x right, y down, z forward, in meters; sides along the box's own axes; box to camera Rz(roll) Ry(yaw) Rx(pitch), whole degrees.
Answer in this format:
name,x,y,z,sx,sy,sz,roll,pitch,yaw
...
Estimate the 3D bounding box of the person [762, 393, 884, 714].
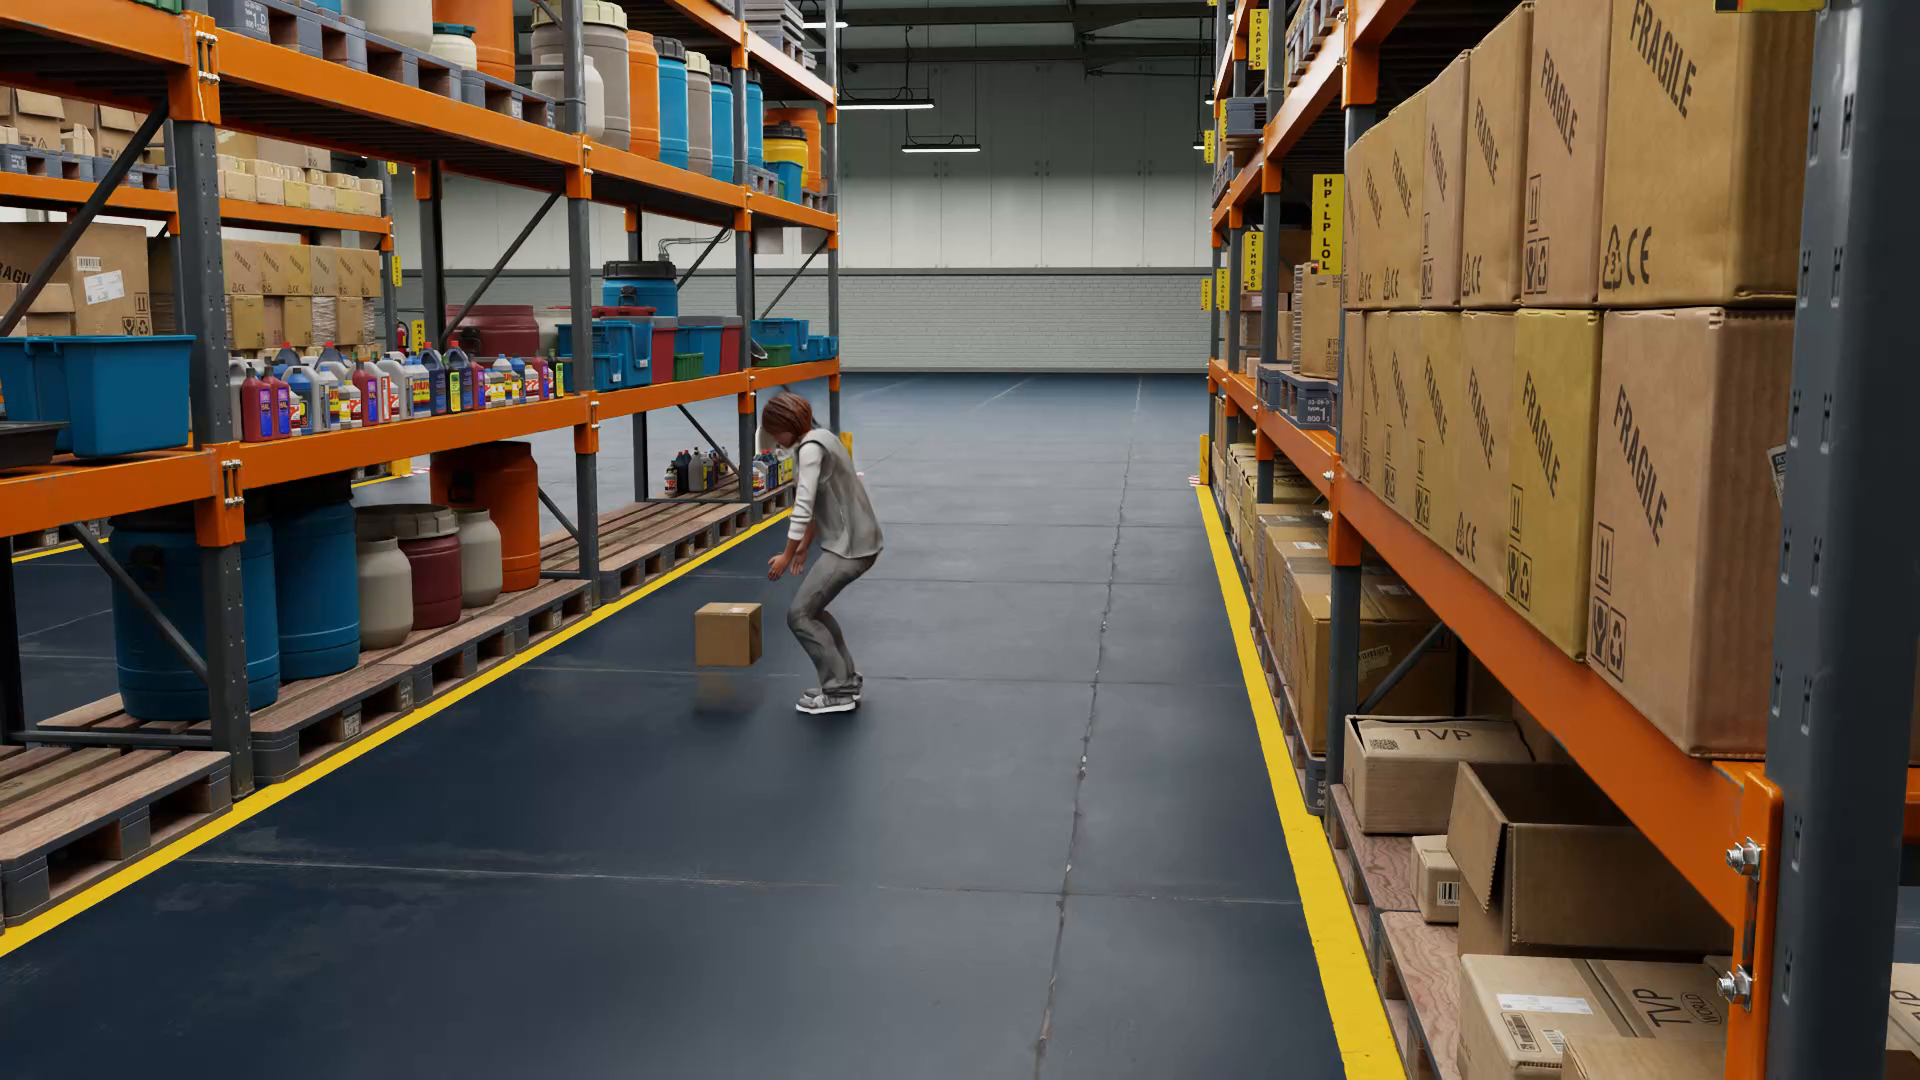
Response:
name,x,y,z,sx,sy,sz,roll,pitch,yaw
person,-0.618,0.068,7.509,0.539,1.429,0.454,1,8,7
